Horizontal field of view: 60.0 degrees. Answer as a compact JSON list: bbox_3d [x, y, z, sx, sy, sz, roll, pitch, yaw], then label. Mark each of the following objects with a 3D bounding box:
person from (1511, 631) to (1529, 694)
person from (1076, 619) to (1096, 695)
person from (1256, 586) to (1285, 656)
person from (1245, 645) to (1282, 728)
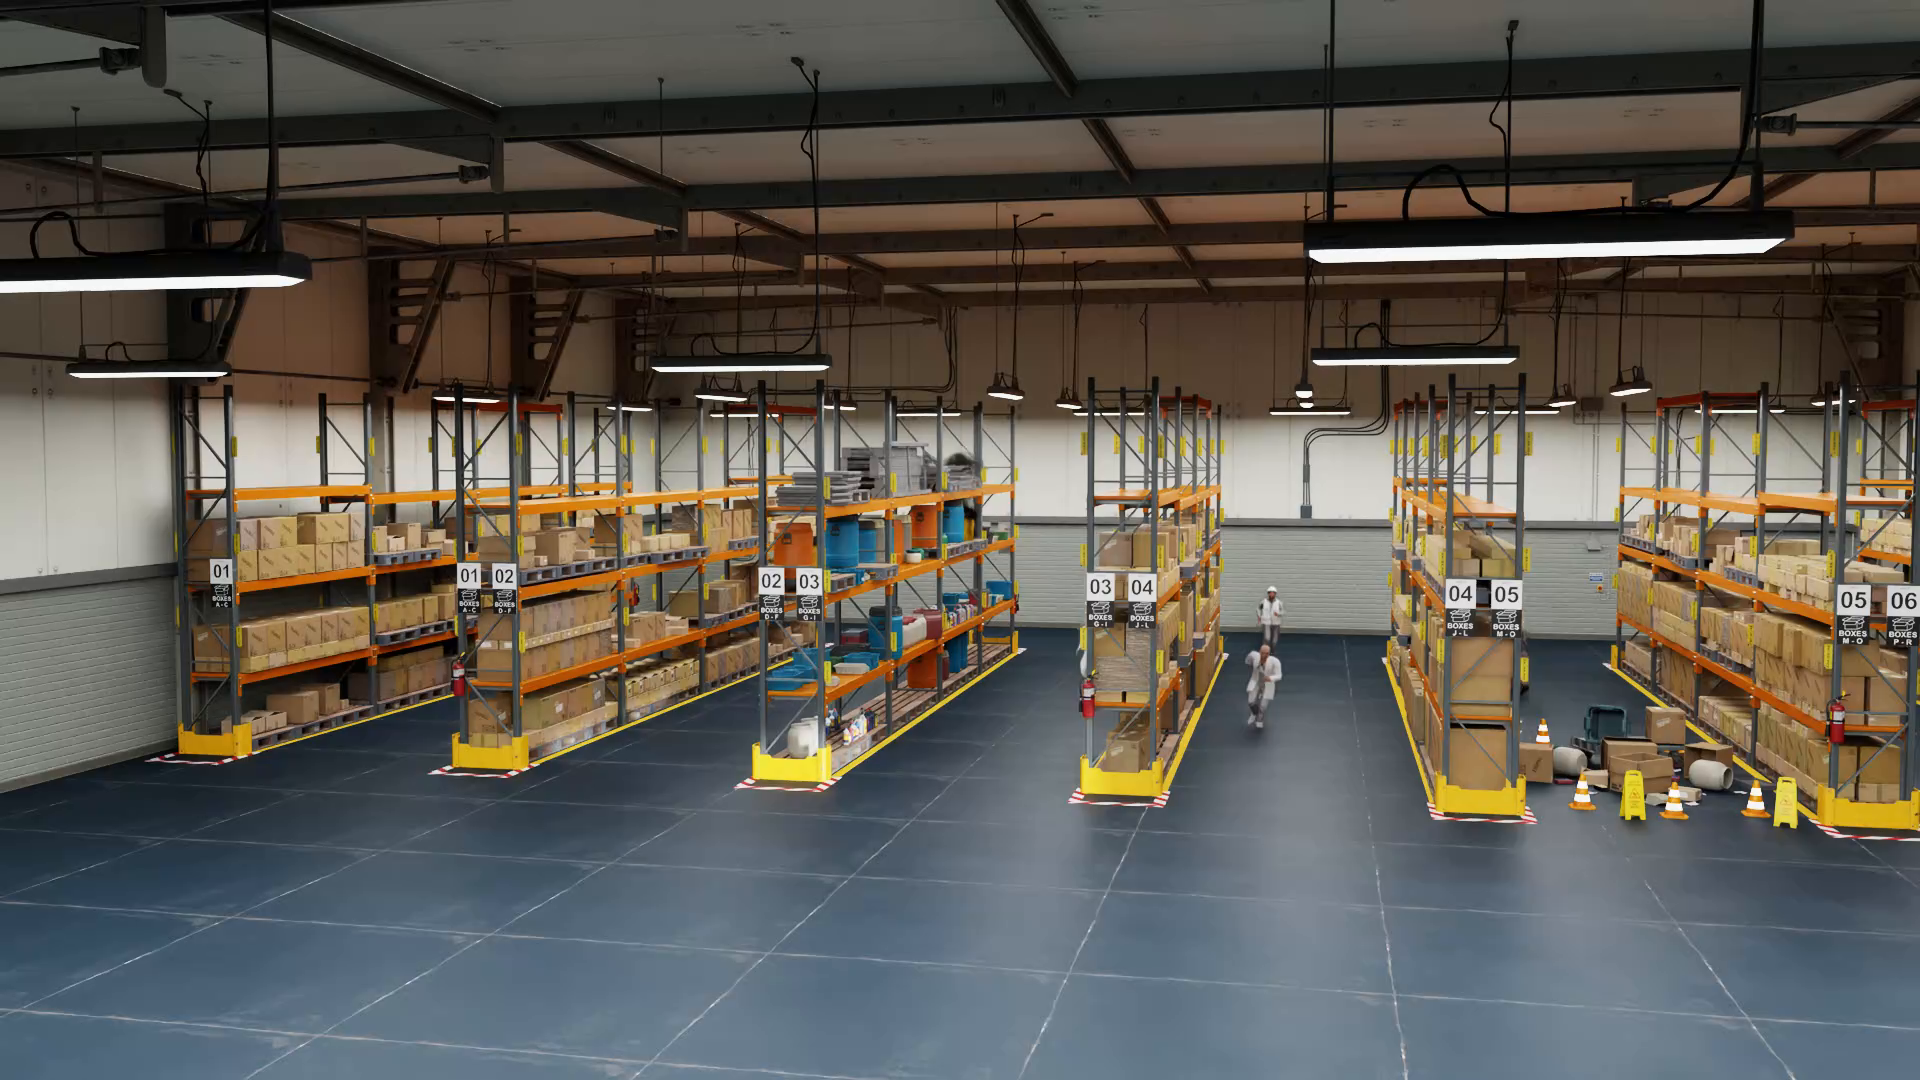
[{"bbox_3d":[11.281,2.384,33.601,0.640,1.511,1.134,0,3,-8],"label":"person"},{"bbox_3d":[2.699,2.318,33.422,0.679,1.624,1.091,1,3,22],"label":"person"},{"bbox_3d":[7.191,1.971,38.449,0.618,1.800,0.725,0,3,2],"label":"person"},{"bbox_3d":[5.327,2.578,29.288,0.713,1.547,1.076,1,3,17],"label":"person"}]
